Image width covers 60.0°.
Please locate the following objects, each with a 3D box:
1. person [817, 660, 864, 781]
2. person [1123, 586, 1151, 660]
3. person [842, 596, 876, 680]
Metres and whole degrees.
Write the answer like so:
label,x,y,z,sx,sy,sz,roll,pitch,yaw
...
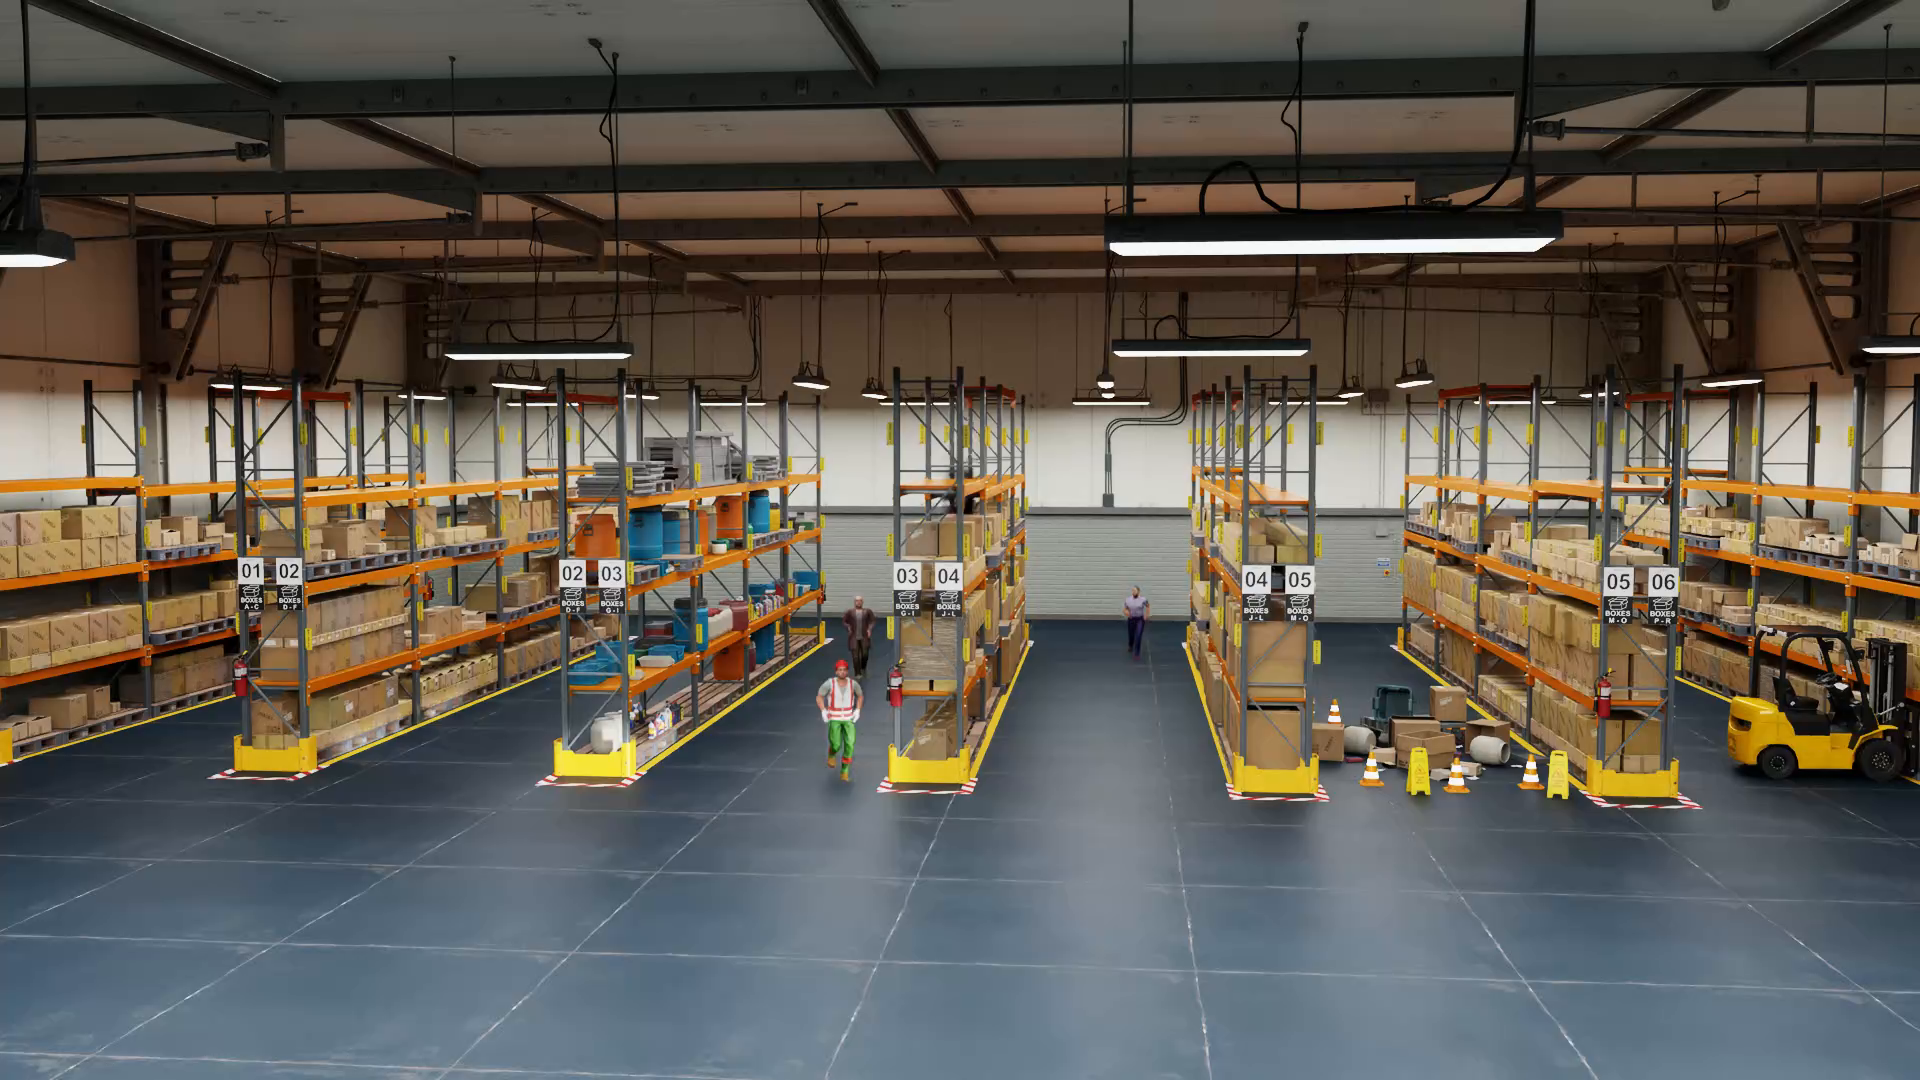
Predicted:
label,x,y,z,sx,sy,sz,roll,pitch,yaw
person,-1.747,2.630,24.376,0.700,1.776,0.548,-1,4,-15
person,4.002,1.869,37.655,0.615,1.642,0.838,1,4,12
person,-2.068,1.982,34.084,0.703,1.668,0.651,0,4,-5
